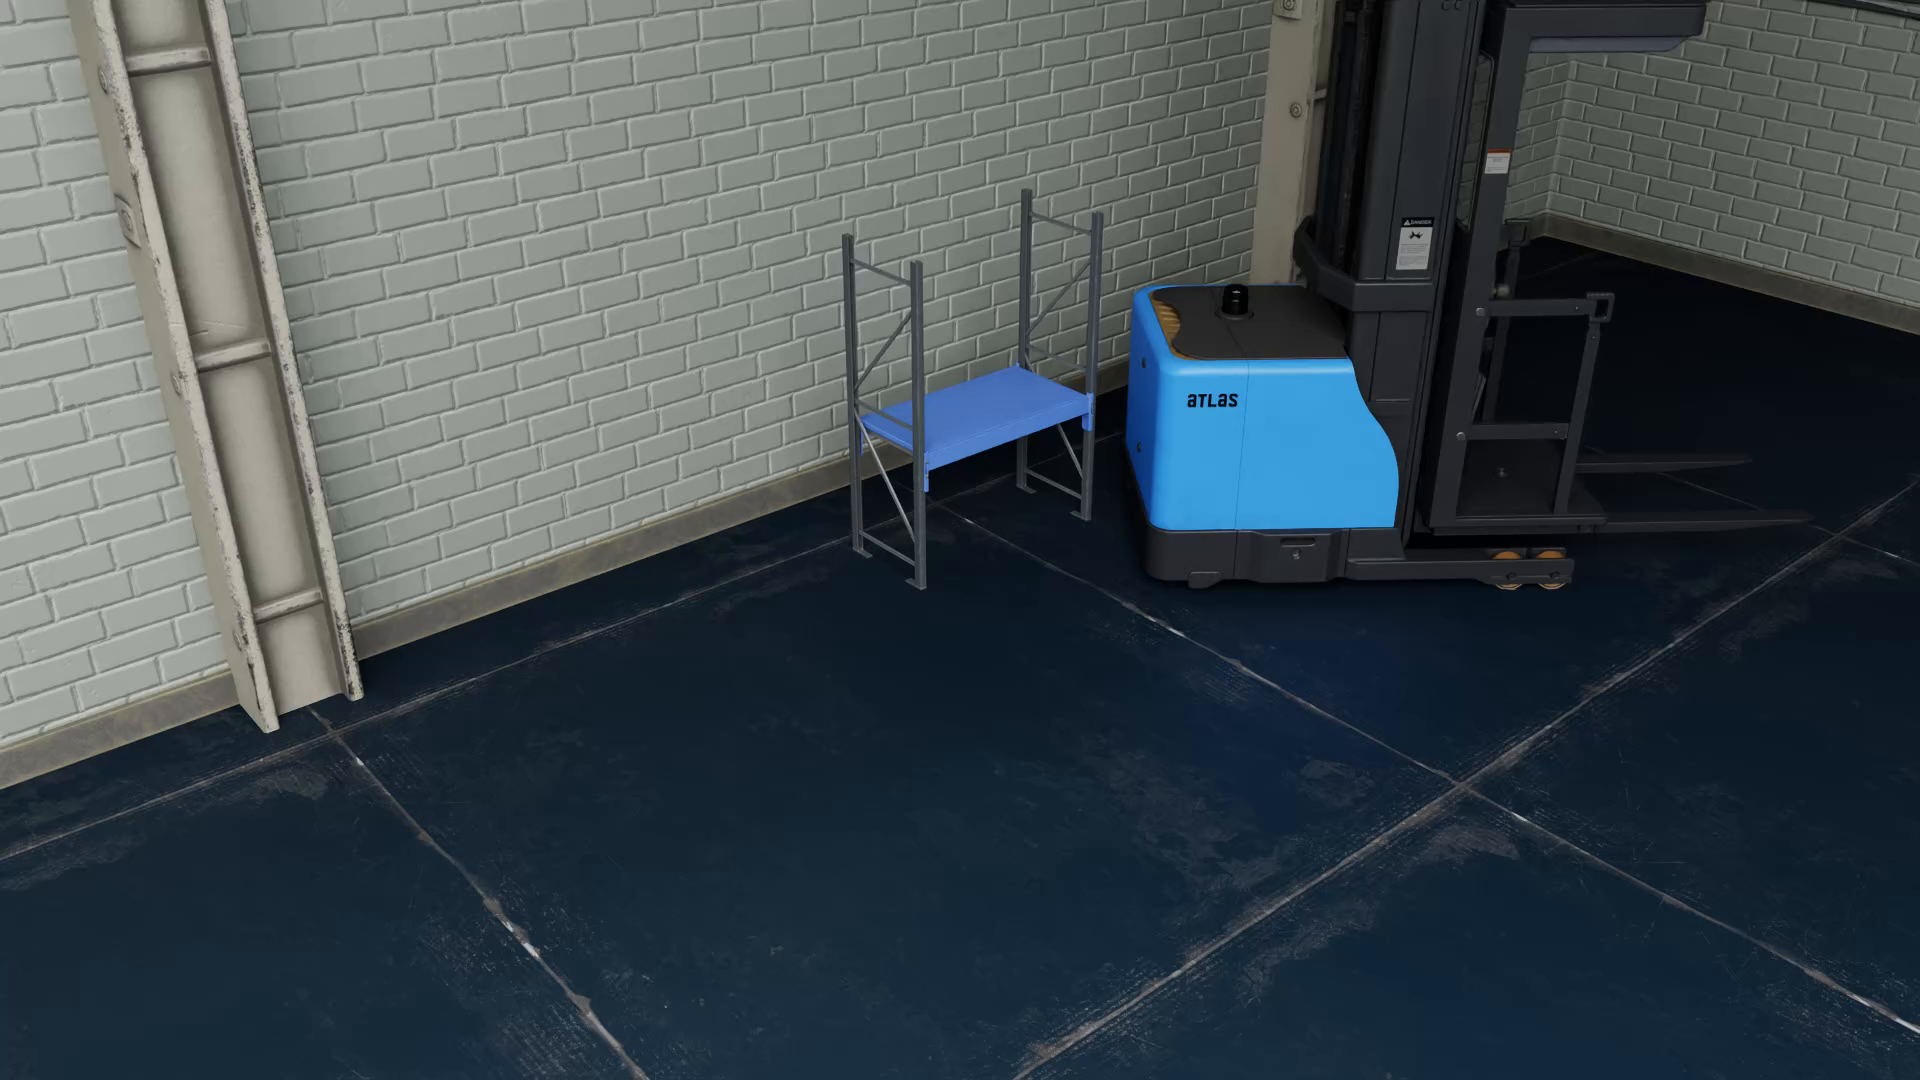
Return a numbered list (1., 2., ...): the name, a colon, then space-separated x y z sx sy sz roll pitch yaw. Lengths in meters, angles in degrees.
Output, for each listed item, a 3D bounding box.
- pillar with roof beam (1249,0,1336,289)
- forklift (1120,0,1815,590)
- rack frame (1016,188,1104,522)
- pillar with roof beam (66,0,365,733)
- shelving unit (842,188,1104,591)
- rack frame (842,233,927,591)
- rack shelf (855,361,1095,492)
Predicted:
1. pillar with roof beam: 4.752 -3.636 5.005 0.400 9.000 9.100 -22 35 -35
2. forklift: 2.311 -1.322 7.114 3.031 2.935 1.130 -1 28 -2
3. rack frame: 0.452 -0.843 7.736 0.032 1.500 0.500 -22 35 -35
4. pillar with roof beam: 0.187 -1.800 1.571 0.400 9.000 9.100 -22 35 -35
5. shelving unit: 0.065 -0.688 7.445 1.048 1.500 0.538 -22 35 -35
6. rack frame: -0.322 -0.532 7.154 0.032 1.500 0.500 -22 35 -35
7. rack shelf: 0.065 -0.529 7.530 1.000 0.185 0.538 -22 35 -35
